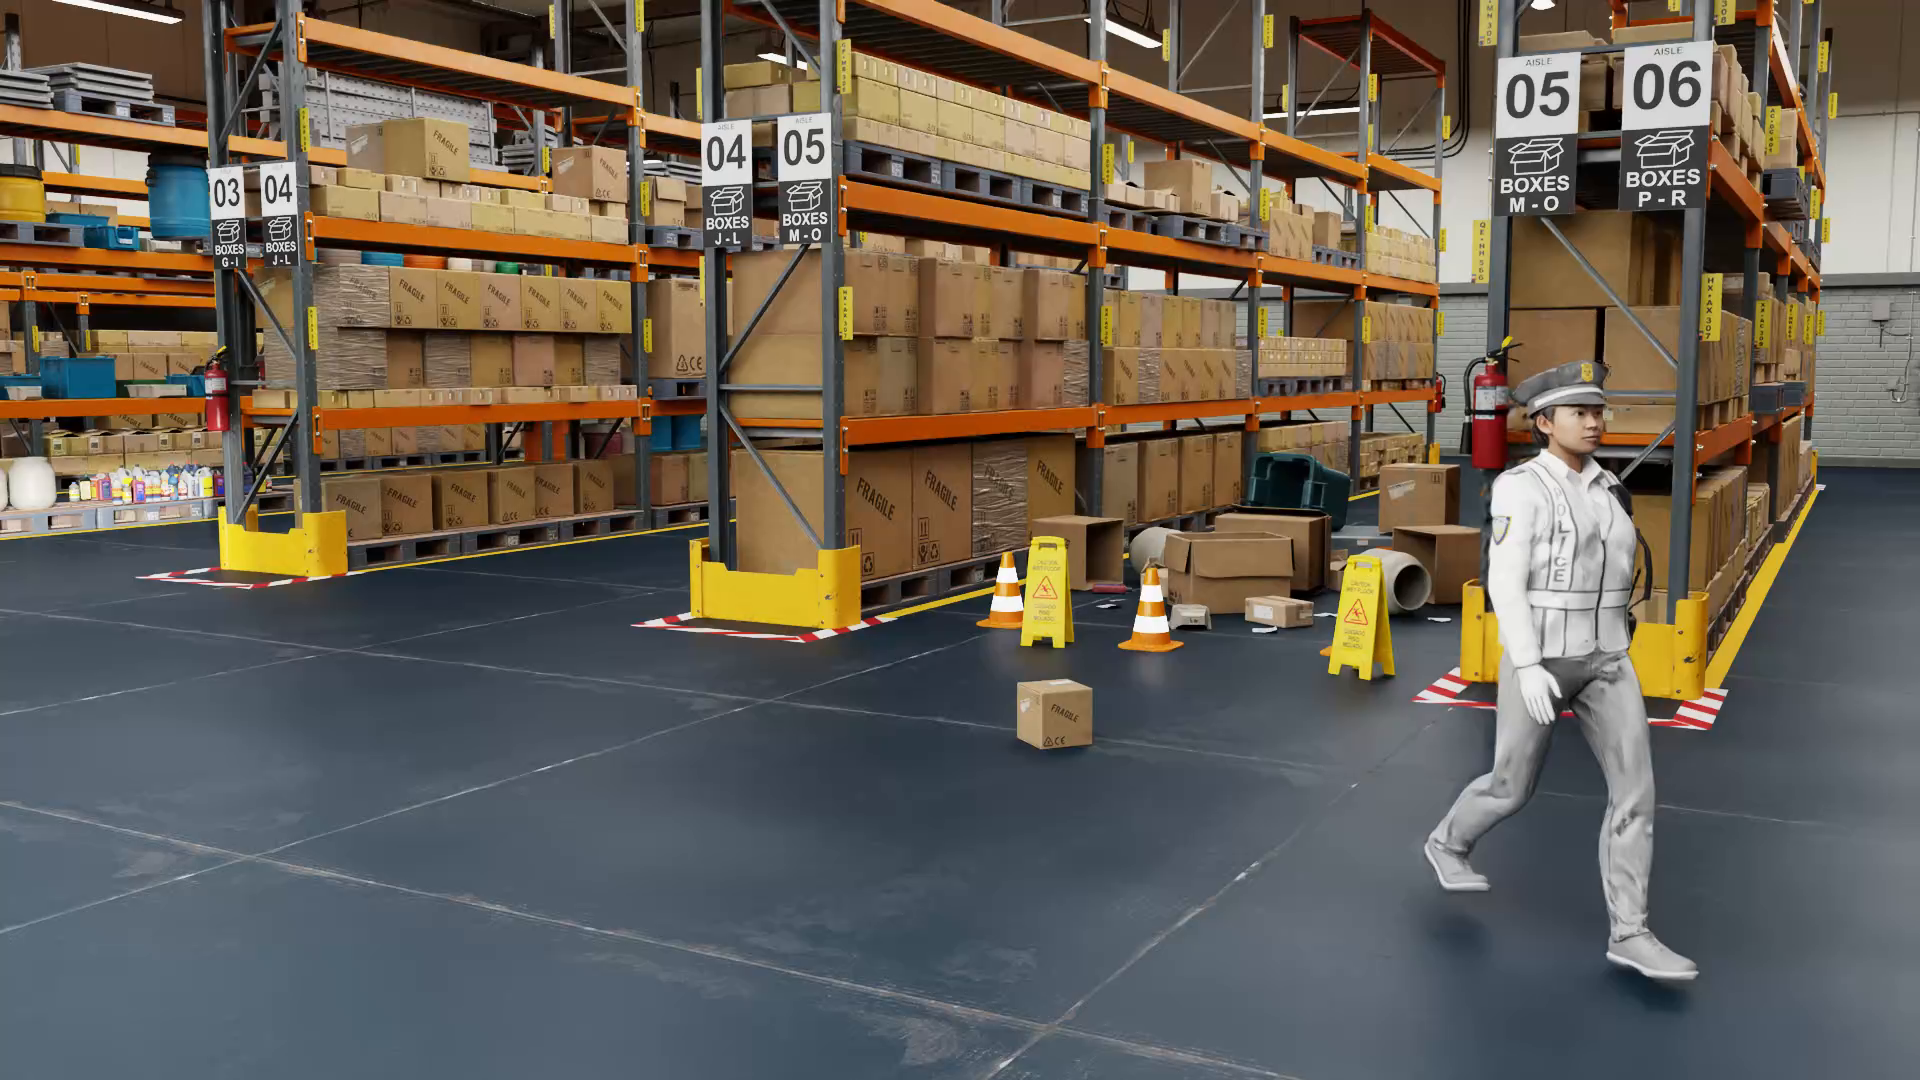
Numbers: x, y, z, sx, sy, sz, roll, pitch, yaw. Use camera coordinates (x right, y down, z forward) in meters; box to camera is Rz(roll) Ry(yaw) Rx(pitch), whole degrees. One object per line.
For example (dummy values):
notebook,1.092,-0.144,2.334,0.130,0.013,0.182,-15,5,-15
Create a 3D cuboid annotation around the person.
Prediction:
person,1.675,0.321,4.665,0.482,1.647,0.941,-2,6,-19
